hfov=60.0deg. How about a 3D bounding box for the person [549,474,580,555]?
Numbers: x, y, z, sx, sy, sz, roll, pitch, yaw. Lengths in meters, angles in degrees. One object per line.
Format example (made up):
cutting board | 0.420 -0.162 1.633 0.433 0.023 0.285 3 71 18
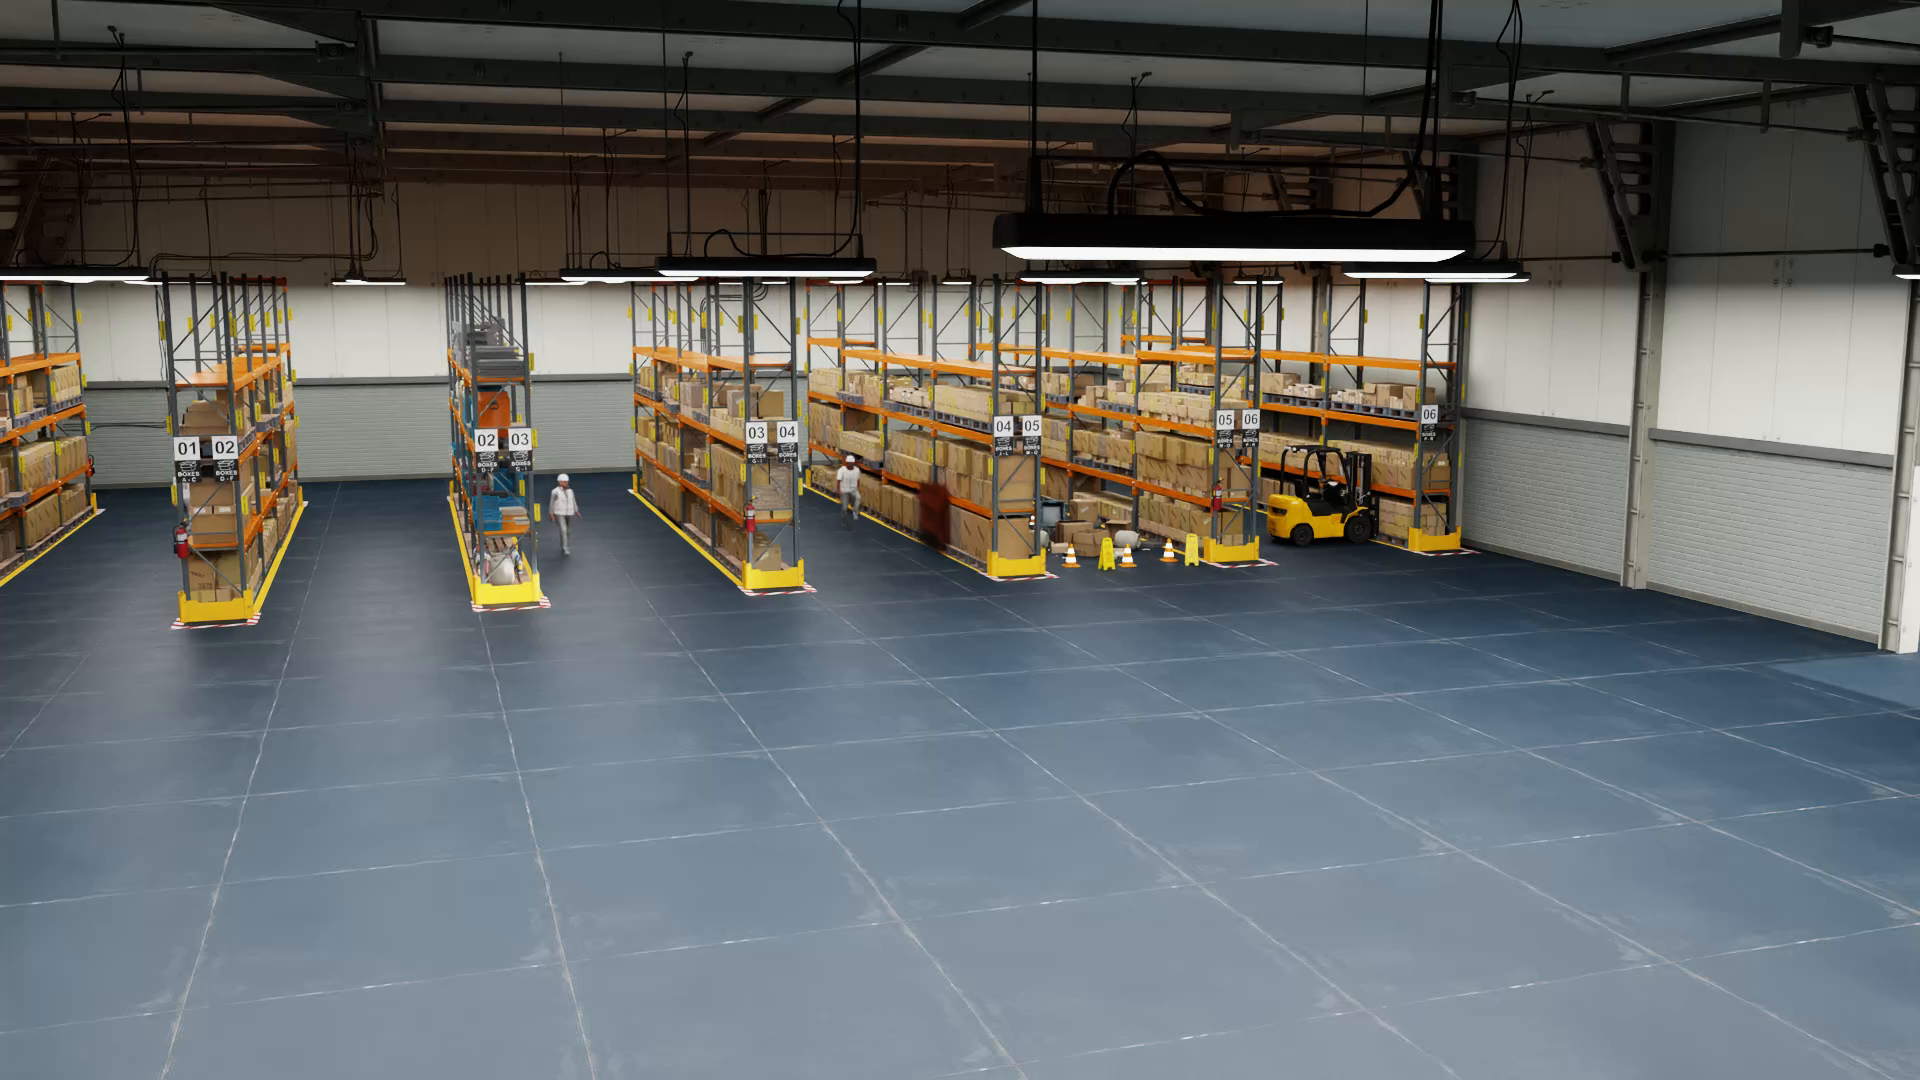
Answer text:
person | -8.589 -0.575 36.057 0.619 1.730 1.031 -6 10 -33

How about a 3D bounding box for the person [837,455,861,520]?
person | -2.640 -1.263 39.538 0.596 1.521 1.070 -2 9 -14

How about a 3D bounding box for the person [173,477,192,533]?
person | -18.083 -0.930 38.768 0.543 1.660 0.506 1 9 5

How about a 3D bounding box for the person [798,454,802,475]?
person | -4.574 -1.908 45.191 0.529 1.610 1.015 -3 9 -21
